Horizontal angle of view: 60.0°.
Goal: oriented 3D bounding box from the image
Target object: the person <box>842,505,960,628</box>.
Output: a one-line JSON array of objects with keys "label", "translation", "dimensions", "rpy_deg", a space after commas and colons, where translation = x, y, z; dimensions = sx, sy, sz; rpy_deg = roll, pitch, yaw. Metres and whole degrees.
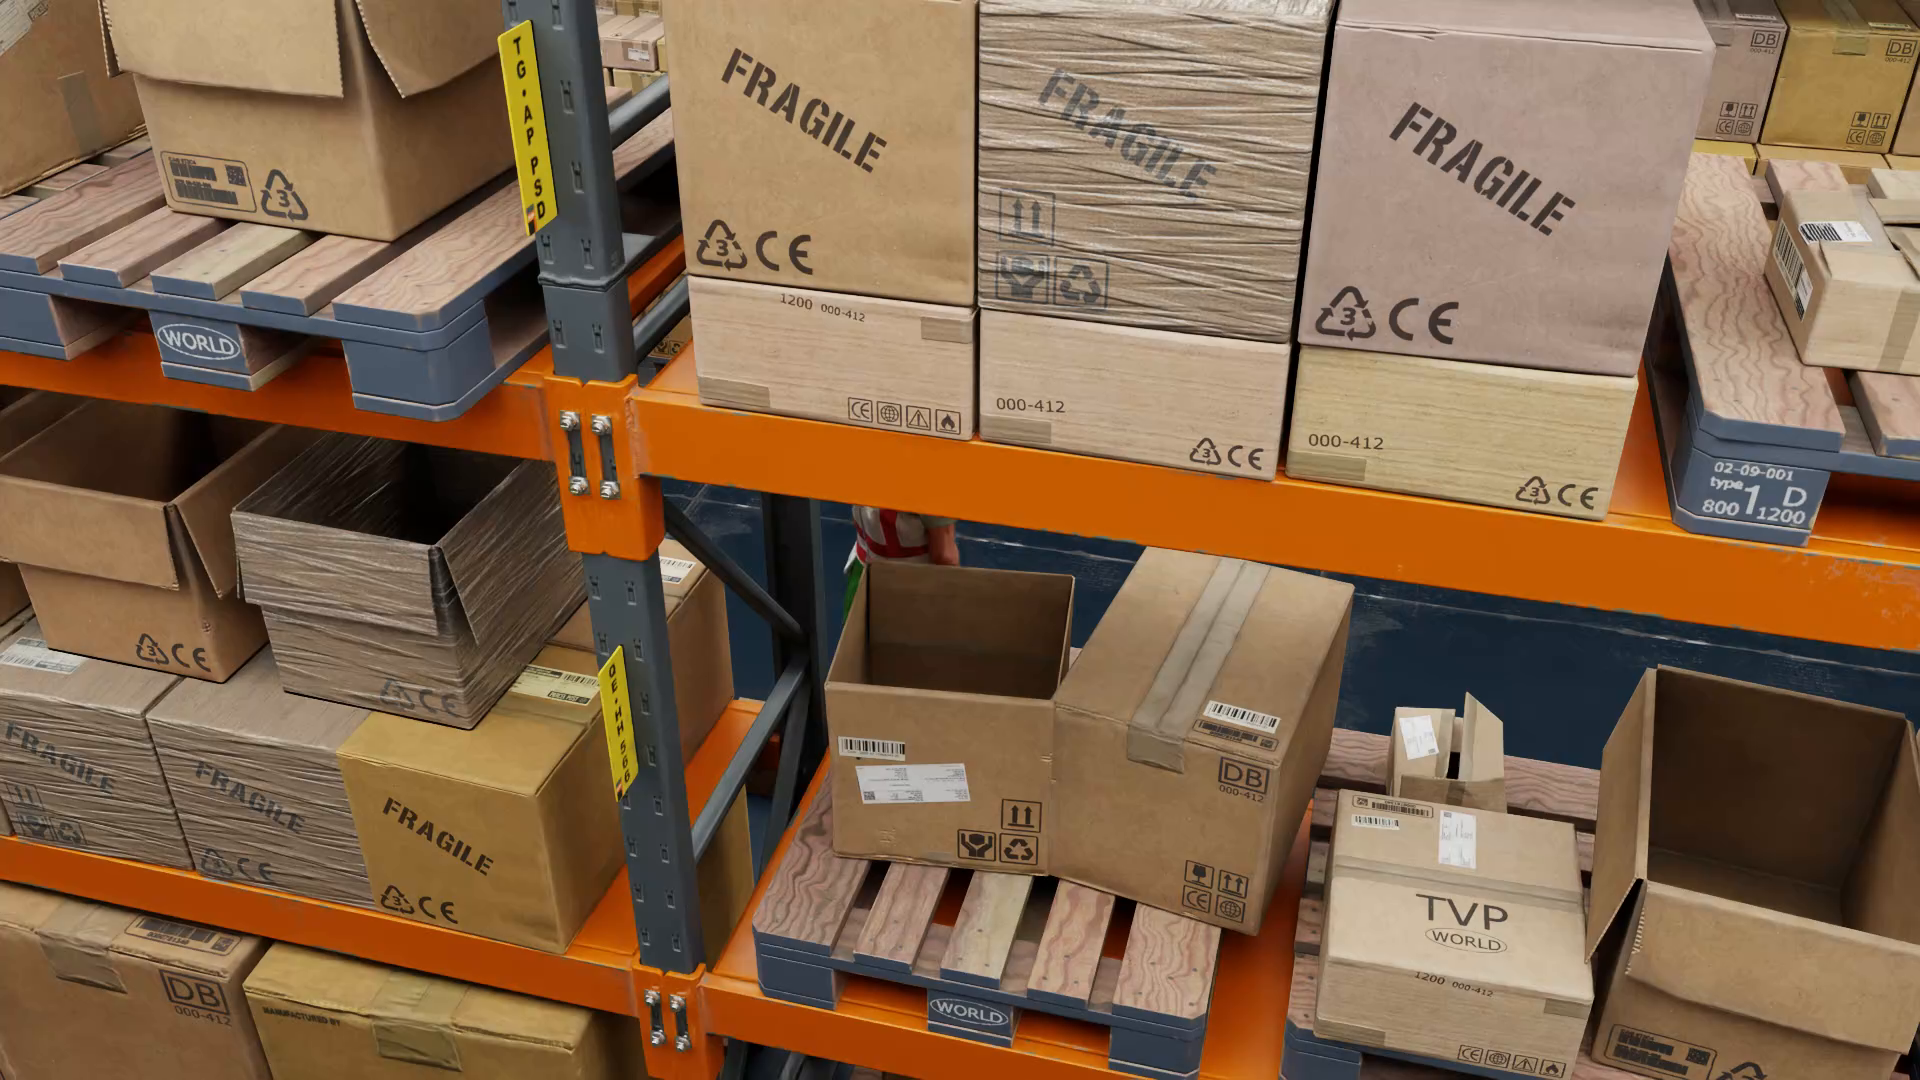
[{"label": "person", "translation": [-0.186, 0.126, 5.865], "dimensions": [0.379, 1.779, 0.587], "rpy_deg": [-18, 37, -26]}]
